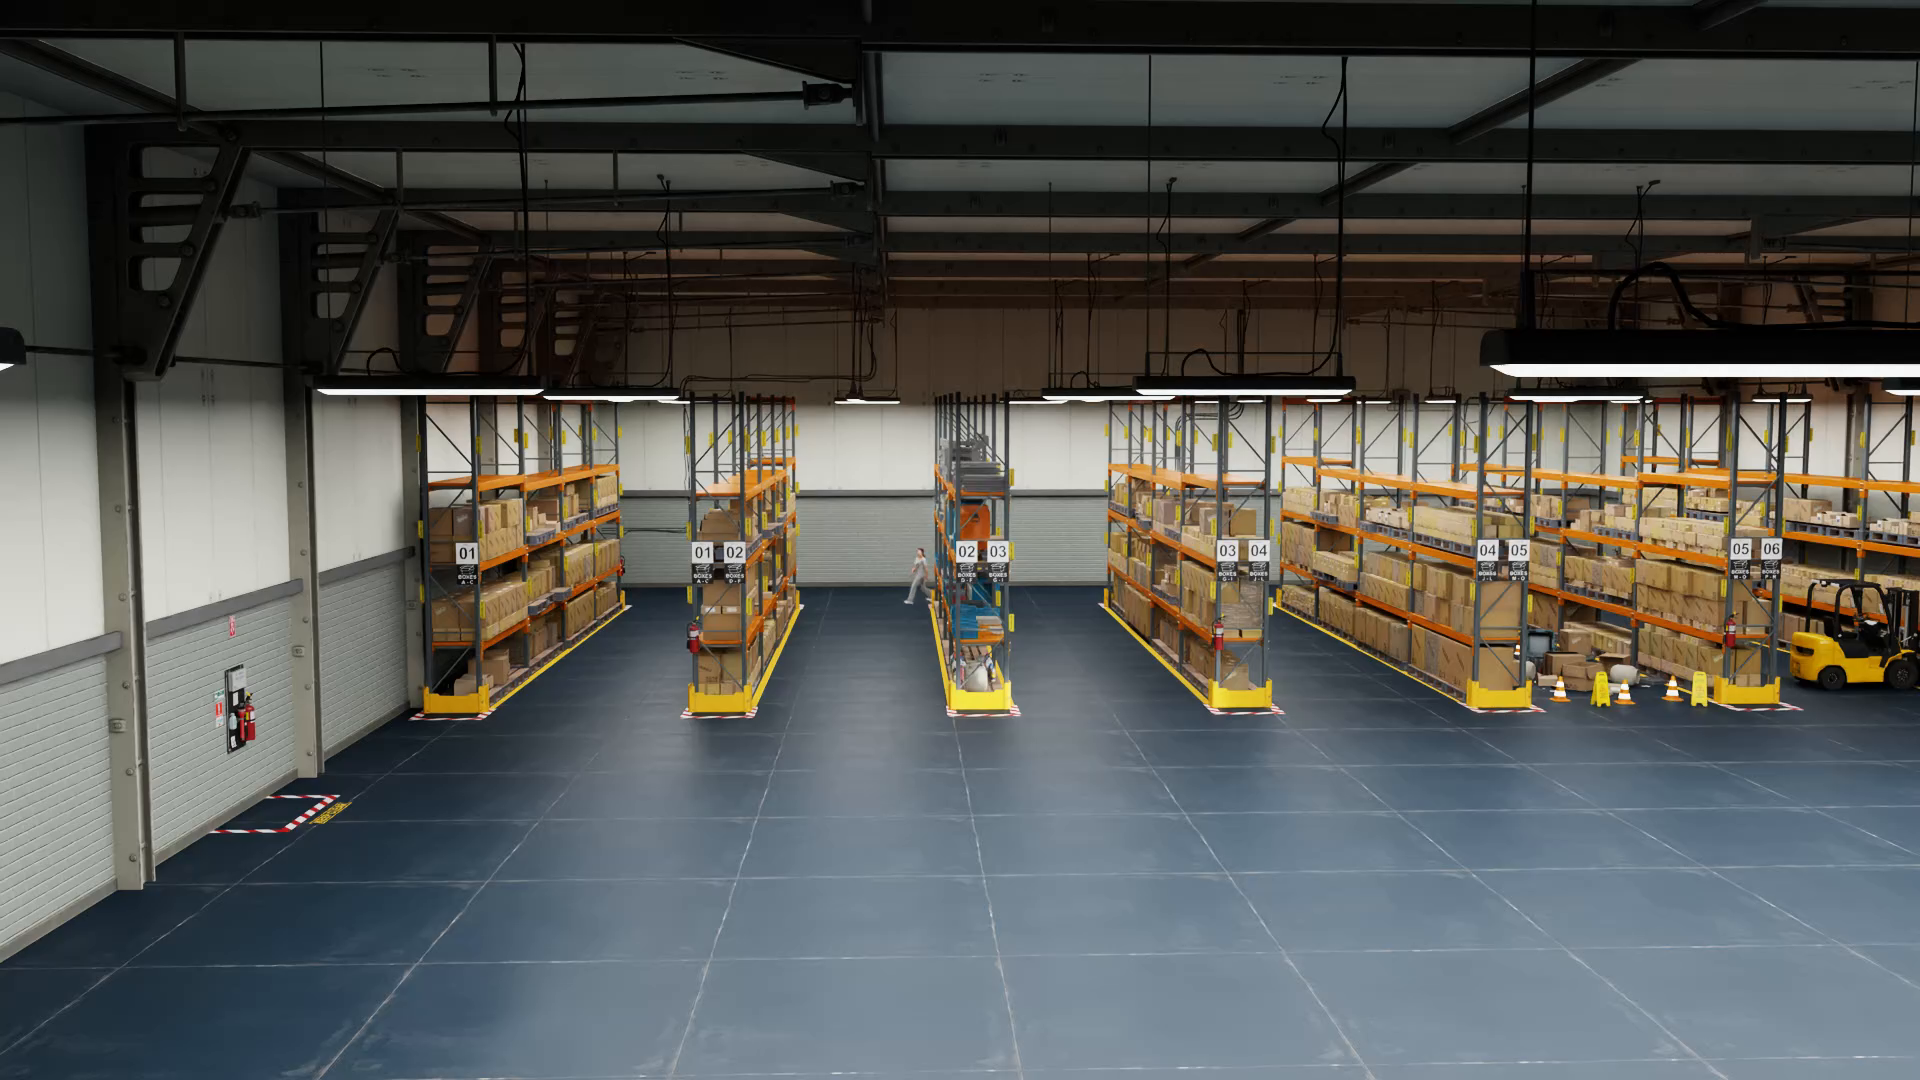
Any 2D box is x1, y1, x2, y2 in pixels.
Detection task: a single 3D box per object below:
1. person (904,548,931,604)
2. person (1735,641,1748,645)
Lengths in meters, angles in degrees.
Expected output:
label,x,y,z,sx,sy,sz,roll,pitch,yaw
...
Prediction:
label,x,y,z,sx,sy,sz,roll,pitch,yaw
person,-1.167,1.039,48.256,1.068,1.613,0.414,-2,5,-21
person,17.047,2.021,36.241,0.434,1.589,0.447,-1,5,-8
